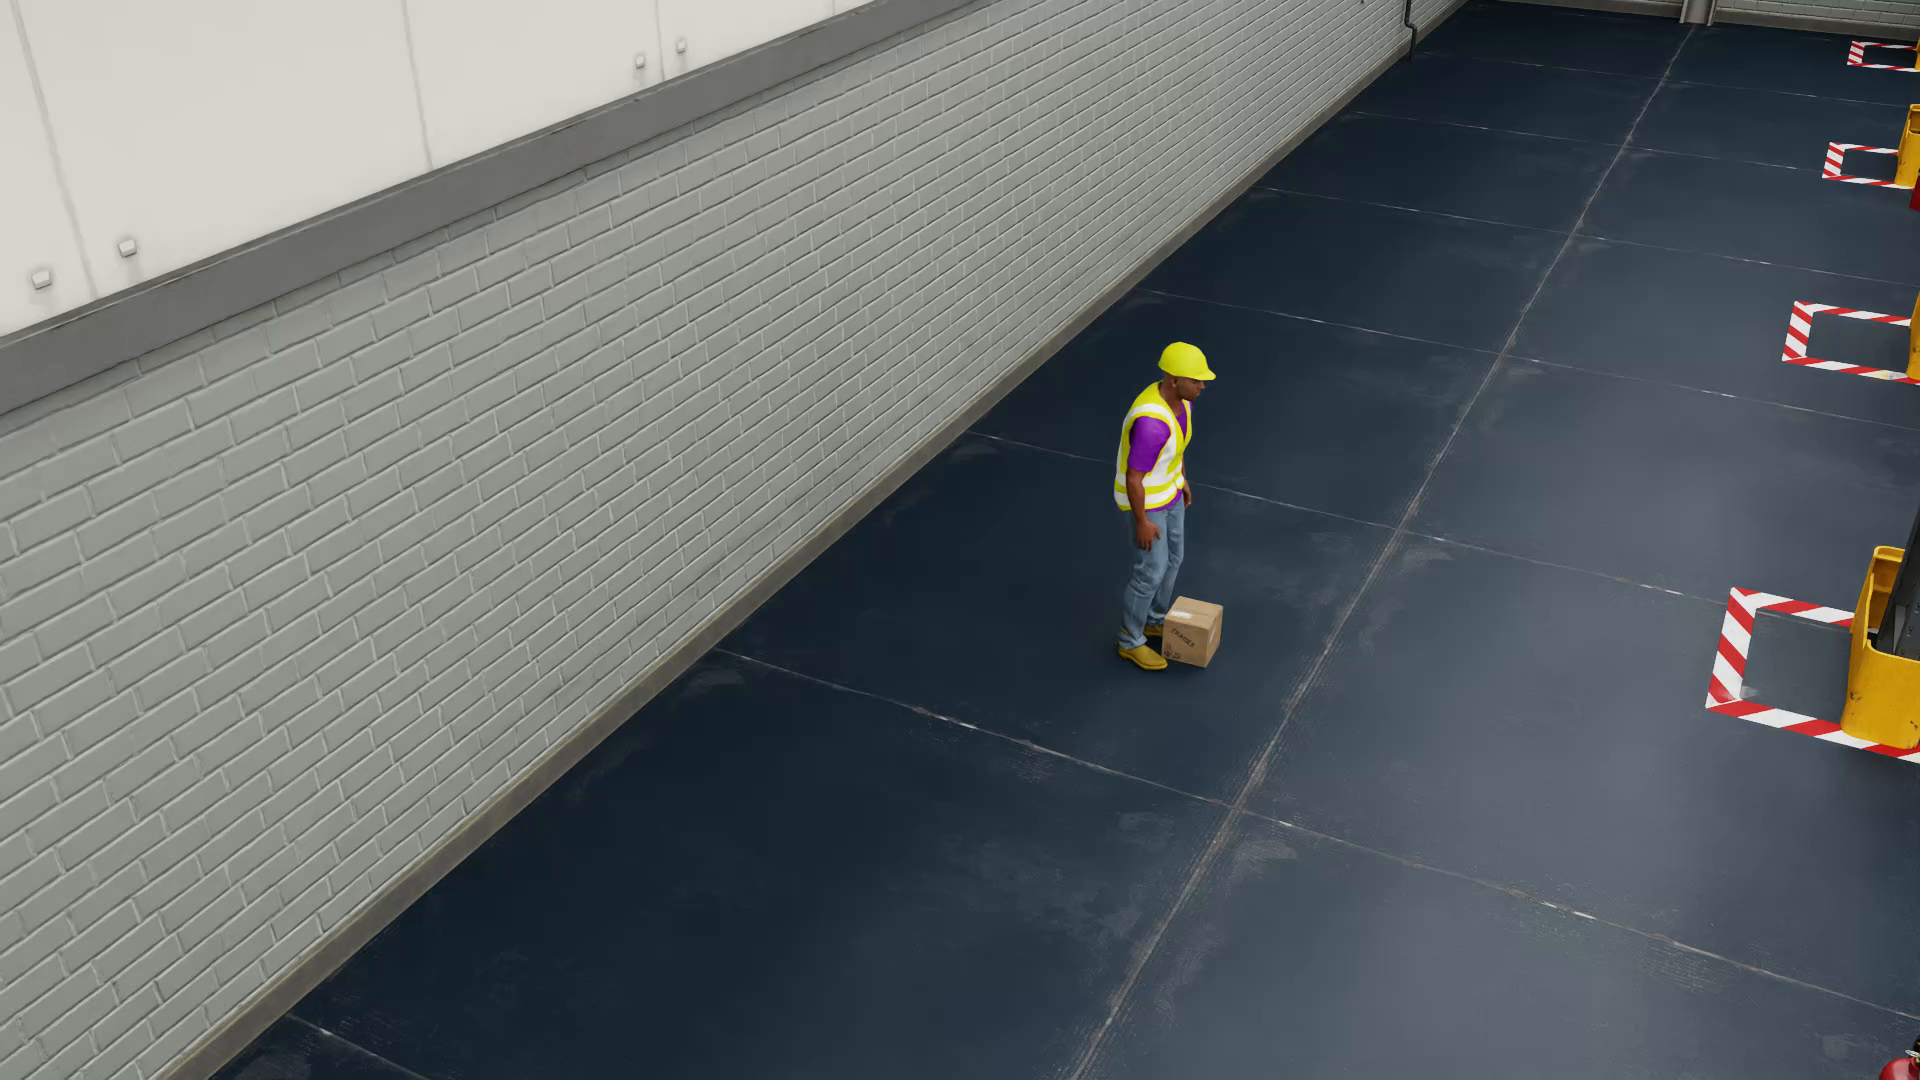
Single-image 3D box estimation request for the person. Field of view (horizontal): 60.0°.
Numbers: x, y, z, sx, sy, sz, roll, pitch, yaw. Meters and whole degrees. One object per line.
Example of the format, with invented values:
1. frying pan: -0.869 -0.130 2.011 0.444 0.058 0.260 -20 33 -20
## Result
1. person: 1.042 -0.207 8.634 0.459 1.761 0.626 14 33 23
